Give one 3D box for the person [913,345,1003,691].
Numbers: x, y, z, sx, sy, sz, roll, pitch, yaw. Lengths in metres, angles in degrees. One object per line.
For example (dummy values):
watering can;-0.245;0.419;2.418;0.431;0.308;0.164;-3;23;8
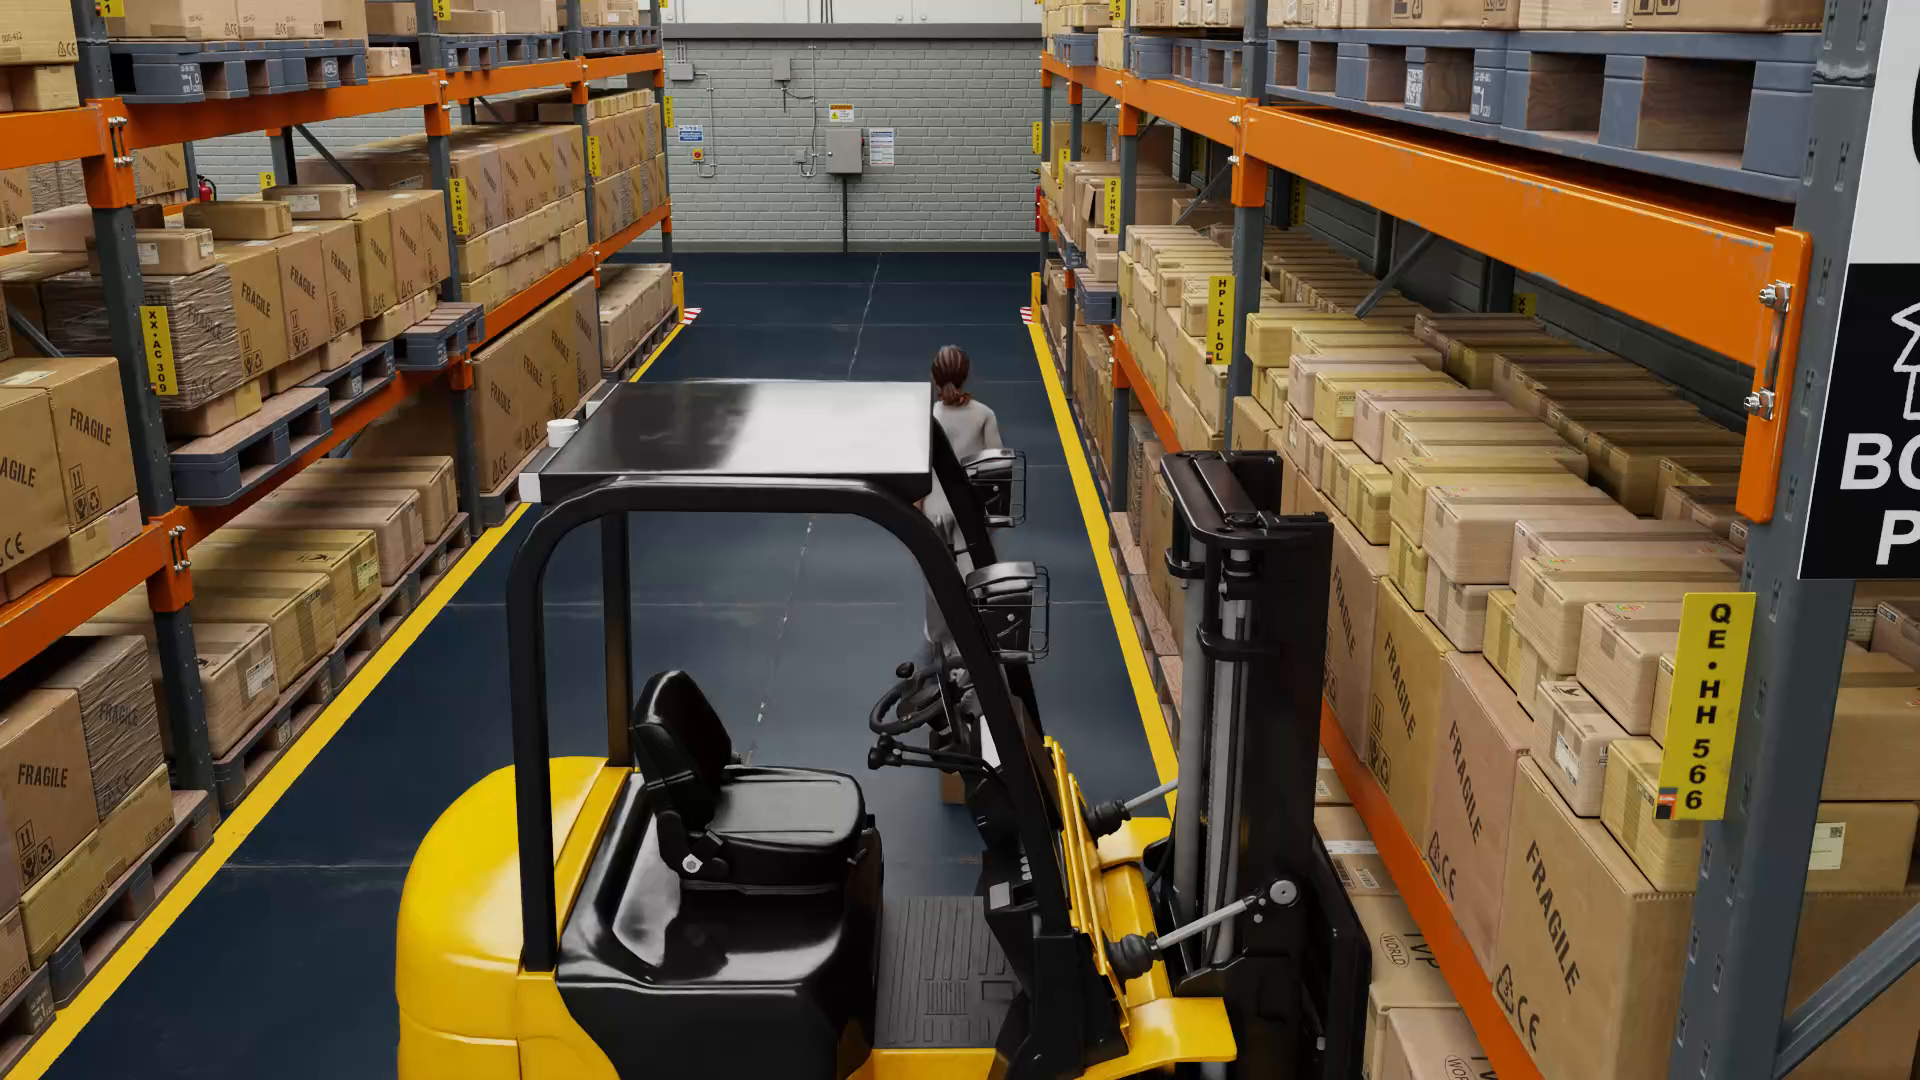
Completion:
person;-0.020;-0.119;7.971;0.461;1.619;1.047;-1;17;-3
